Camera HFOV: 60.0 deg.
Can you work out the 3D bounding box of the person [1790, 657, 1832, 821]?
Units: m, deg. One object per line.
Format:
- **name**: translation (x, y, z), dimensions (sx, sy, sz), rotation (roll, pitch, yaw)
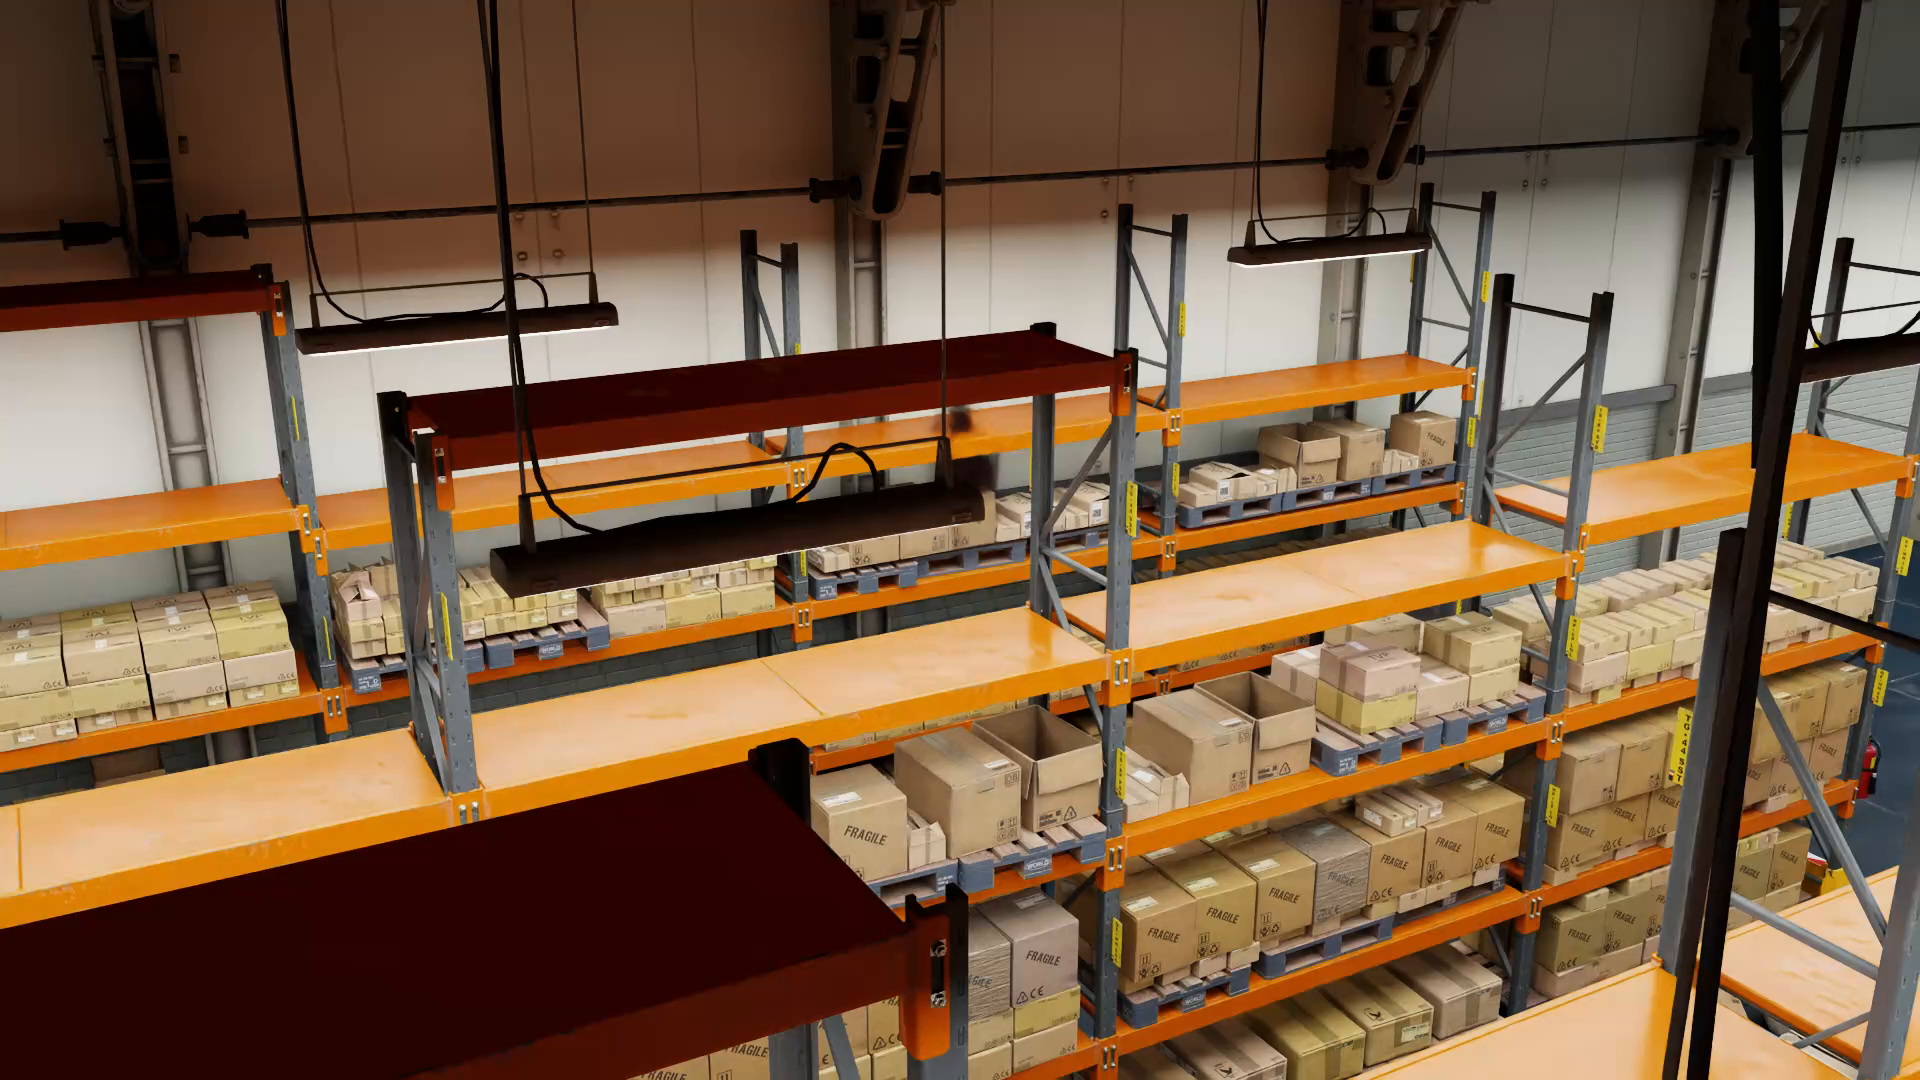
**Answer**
- **person**: translation (8.515, 1.982, 16.729), dimensions (0.613, 1.736, 0.707), rotation (-6, 19, -18)
